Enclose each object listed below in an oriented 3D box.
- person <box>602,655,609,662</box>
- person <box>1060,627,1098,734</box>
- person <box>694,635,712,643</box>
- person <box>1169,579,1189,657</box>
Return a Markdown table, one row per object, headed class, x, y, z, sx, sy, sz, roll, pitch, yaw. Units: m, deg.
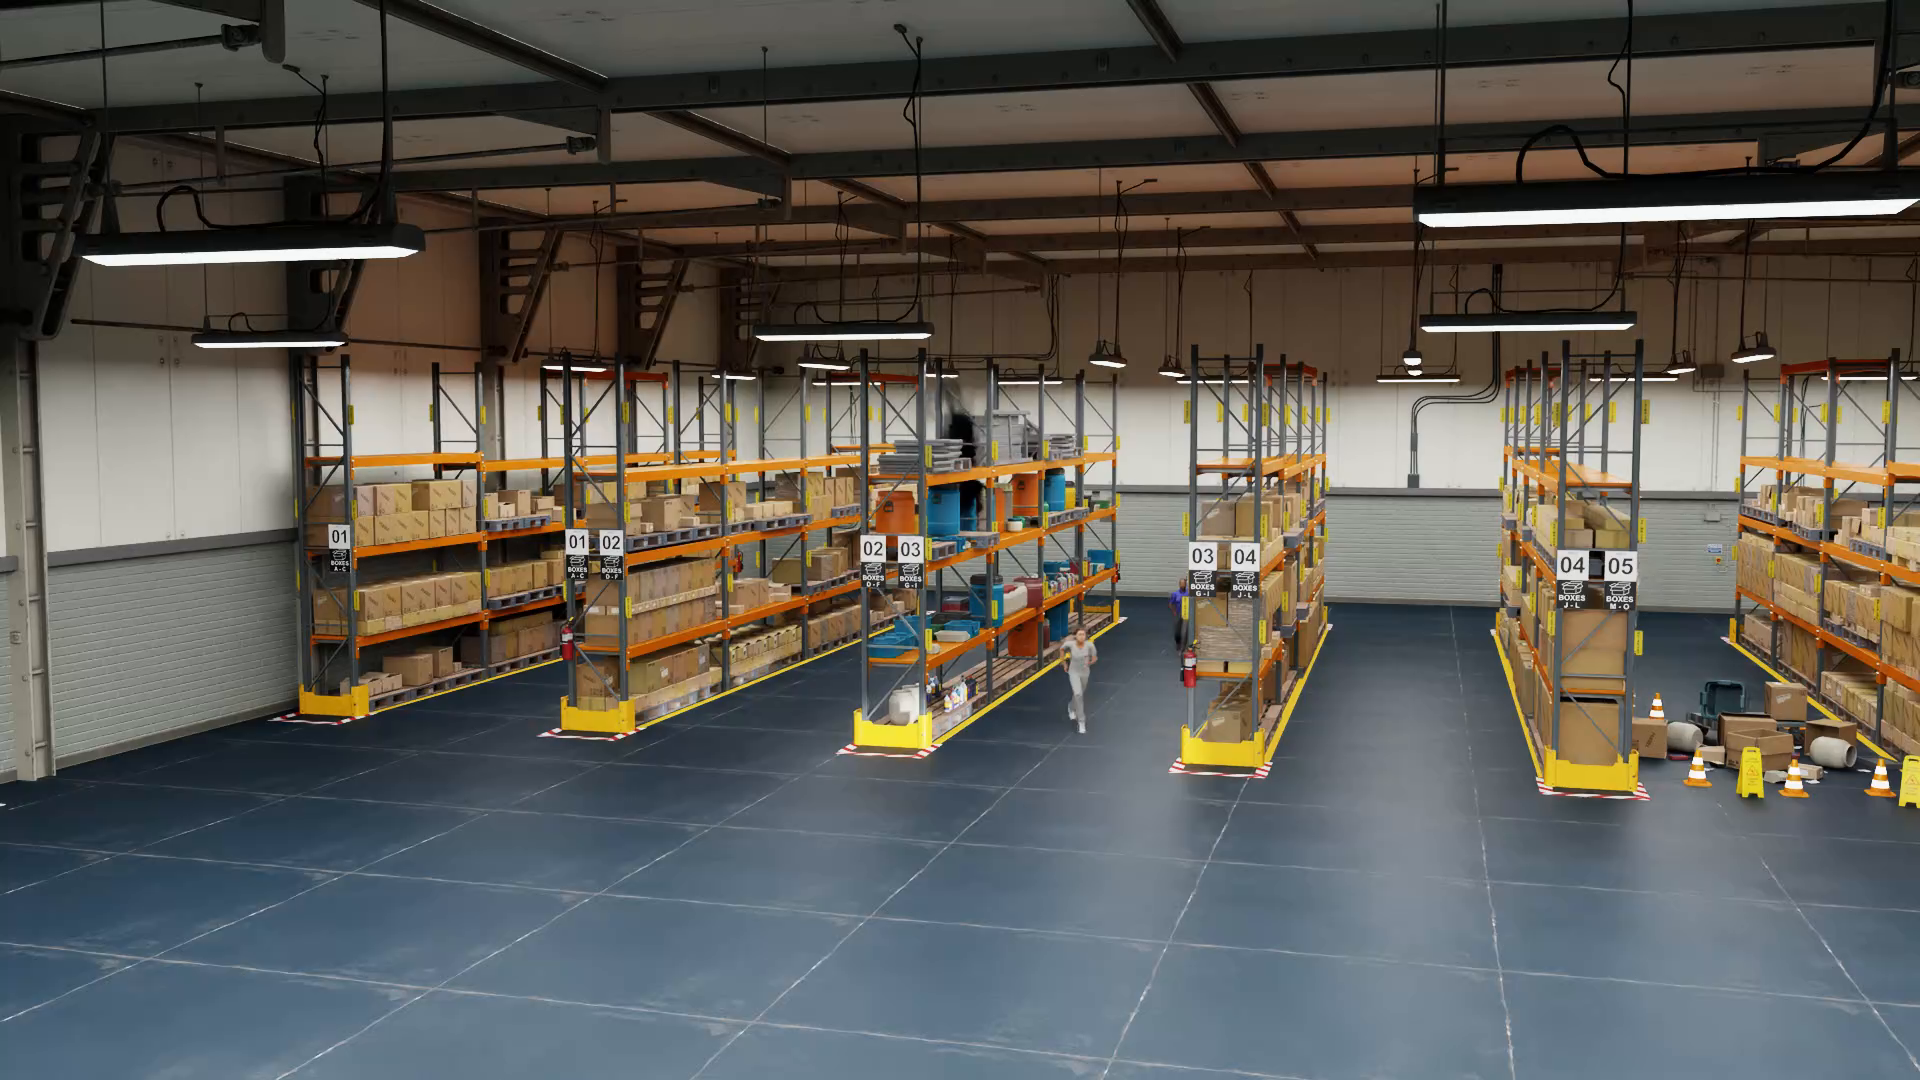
| class | x | y | z | sx | sy | sz | roll | pitch | yaw |
| --- | --- | --- | --- | --- | --- | --- | --- | --- | --- |
| person | -6.730 | 1.766 | 32.140 | 0.579 | 1.672 | 0.951 | 0 | 4 | 2 |
| person | 1.888 | 2.208 | 26.611 | 0.569 | 1.642 | 1.034 | -1 | 4 | -12 |
| person | -5.386 | 1.570 | 34.349 | 0.665 | 1.746 | 0.603 | 2 | 5 | 21 |
| person | 4.633 | 1.605 | 34.588 | 0.563 | 1.609 | 0.589 | 1 | 4 | 7 |
